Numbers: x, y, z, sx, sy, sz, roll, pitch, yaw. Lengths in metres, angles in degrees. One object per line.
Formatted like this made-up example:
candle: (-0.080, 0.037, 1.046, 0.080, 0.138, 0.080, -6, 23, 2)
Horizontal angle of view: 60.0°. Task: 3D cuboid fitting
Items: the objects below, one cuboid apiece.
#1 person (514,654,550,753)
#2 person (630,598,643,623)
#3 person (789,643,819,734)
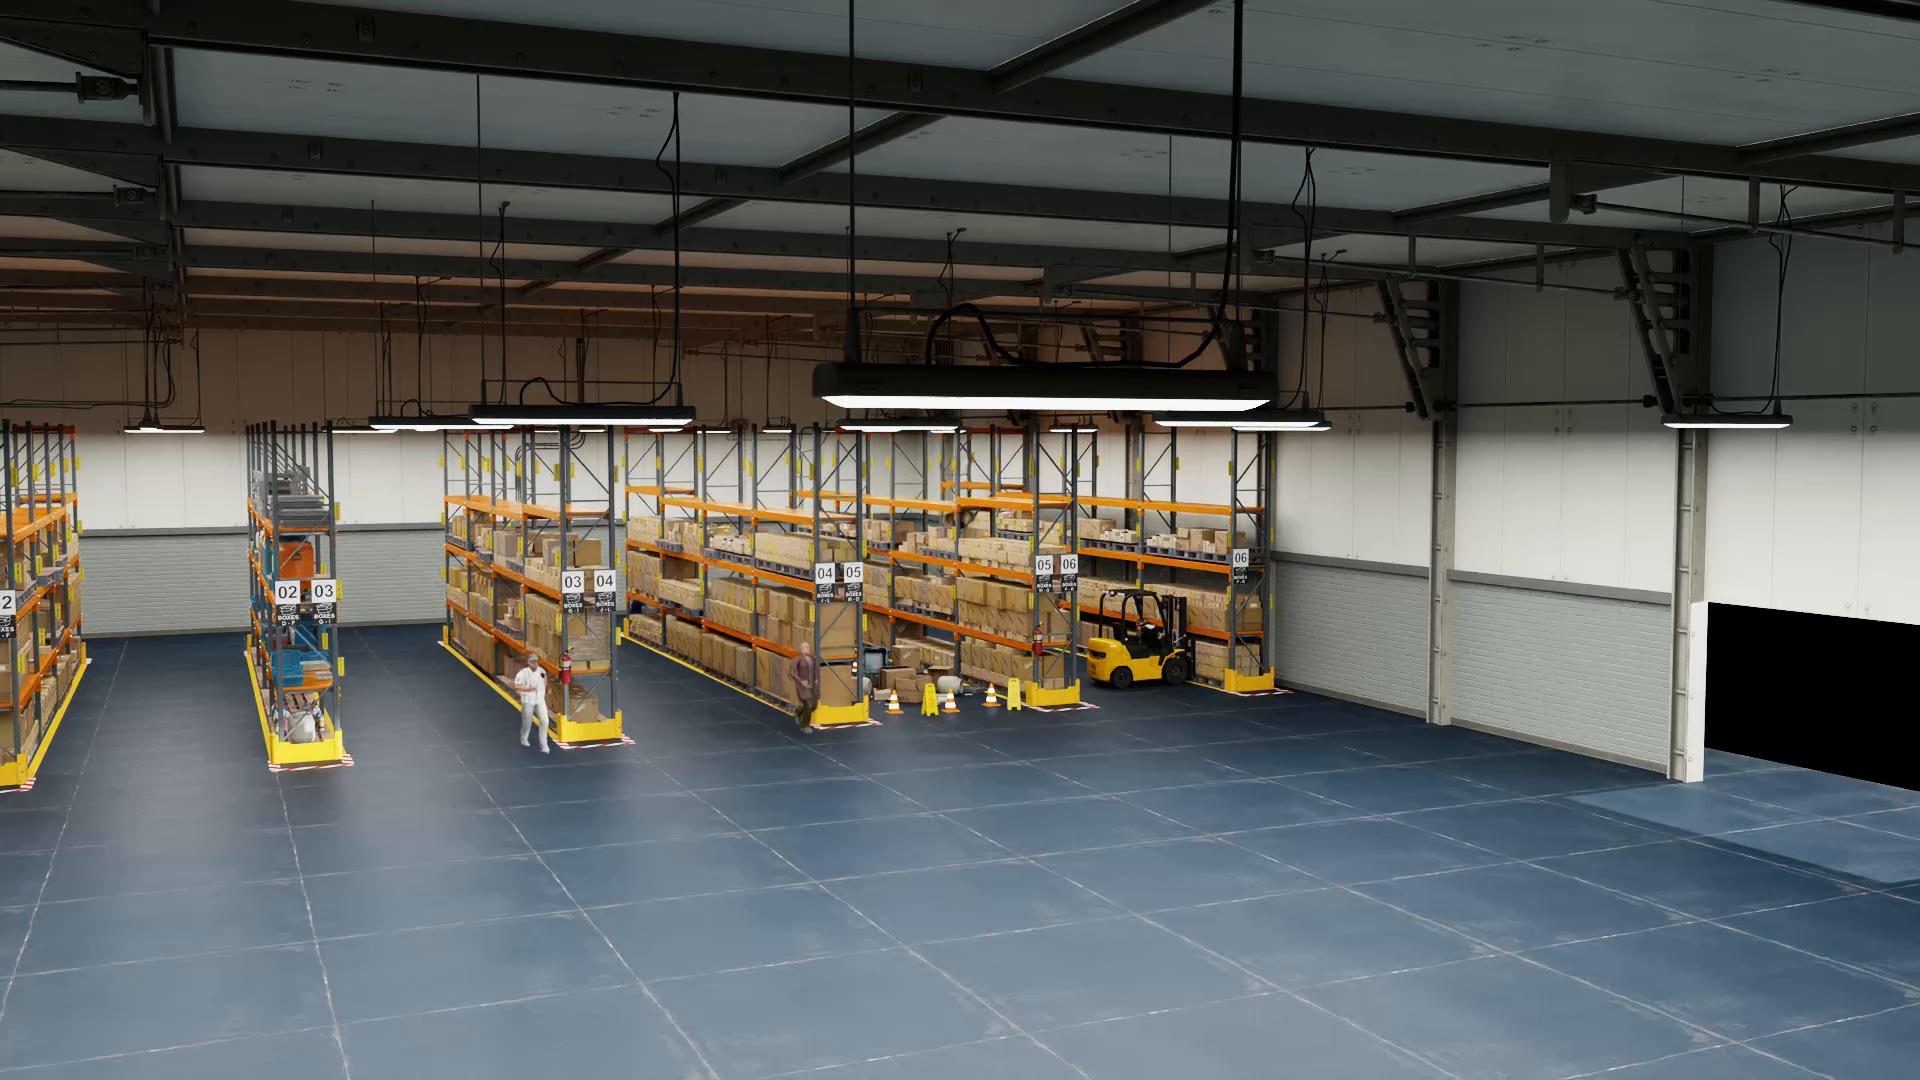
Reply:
person: (-7.802, 2.964, 30.312, 0.680, 1.823, 0.895, -2, 4, -33)
person: (-9.517, 1.880, 49.059, 0.813, 1.636, 0.651, 0, 4, -6)
person: (-3.040, 2.850, 32.233, 0.669, 1.746, 0.741, 3, 5, 38)
